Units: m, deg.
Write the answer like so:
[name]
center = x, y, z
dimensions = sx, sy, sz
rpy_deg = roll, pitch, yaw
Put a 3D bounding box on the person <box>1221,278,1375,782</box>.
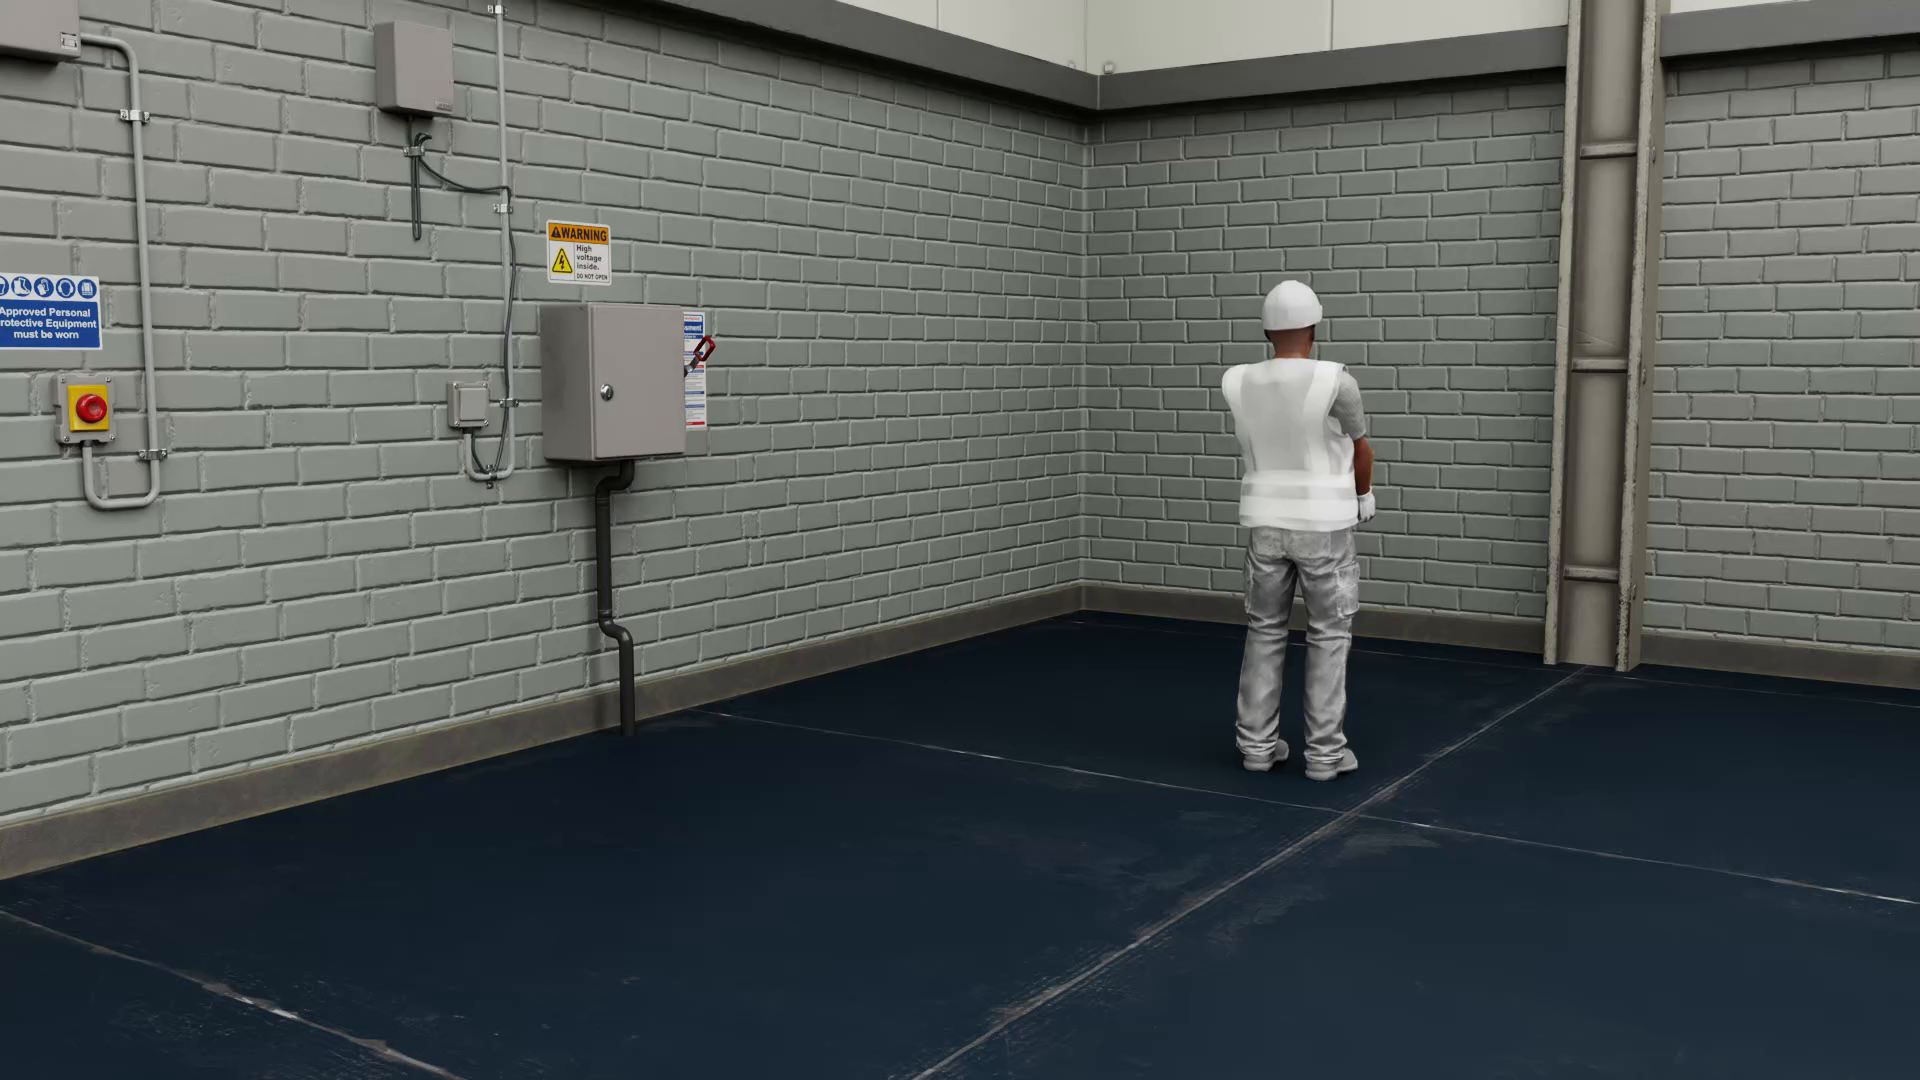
[person]
center = 1.247, -0.048, 6.058
dimensions = 0.546, 1.788, 0.509
rpy_deg = 4, 7, 33
